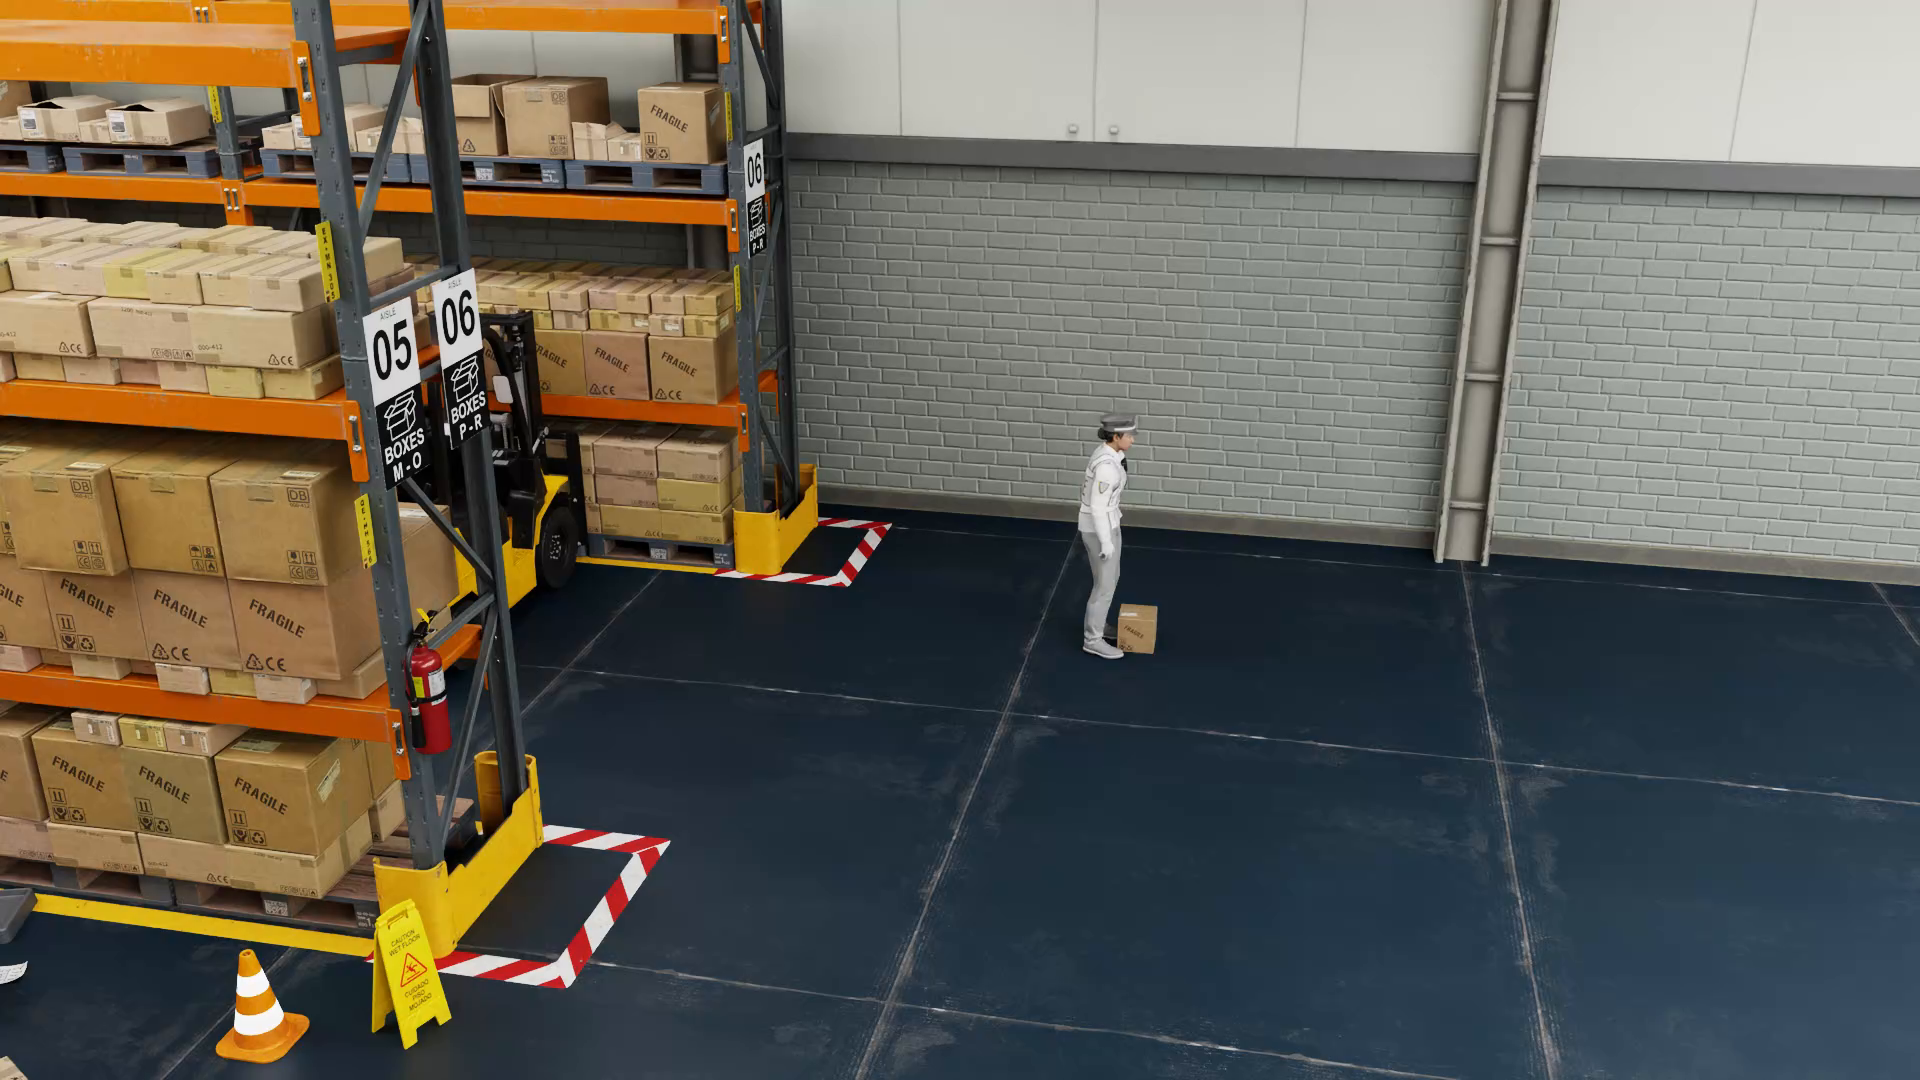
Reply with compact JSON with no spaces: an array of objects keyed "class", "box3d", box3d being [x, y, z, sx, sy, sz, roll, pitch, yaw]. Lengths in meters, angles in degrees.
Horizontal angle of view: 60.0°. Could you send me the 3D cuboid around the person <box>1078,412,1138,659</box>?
[{"class":"person","box3d":[0.987,-0.060,11.232,0.375,1.664,0.529,4,22,11]}]
